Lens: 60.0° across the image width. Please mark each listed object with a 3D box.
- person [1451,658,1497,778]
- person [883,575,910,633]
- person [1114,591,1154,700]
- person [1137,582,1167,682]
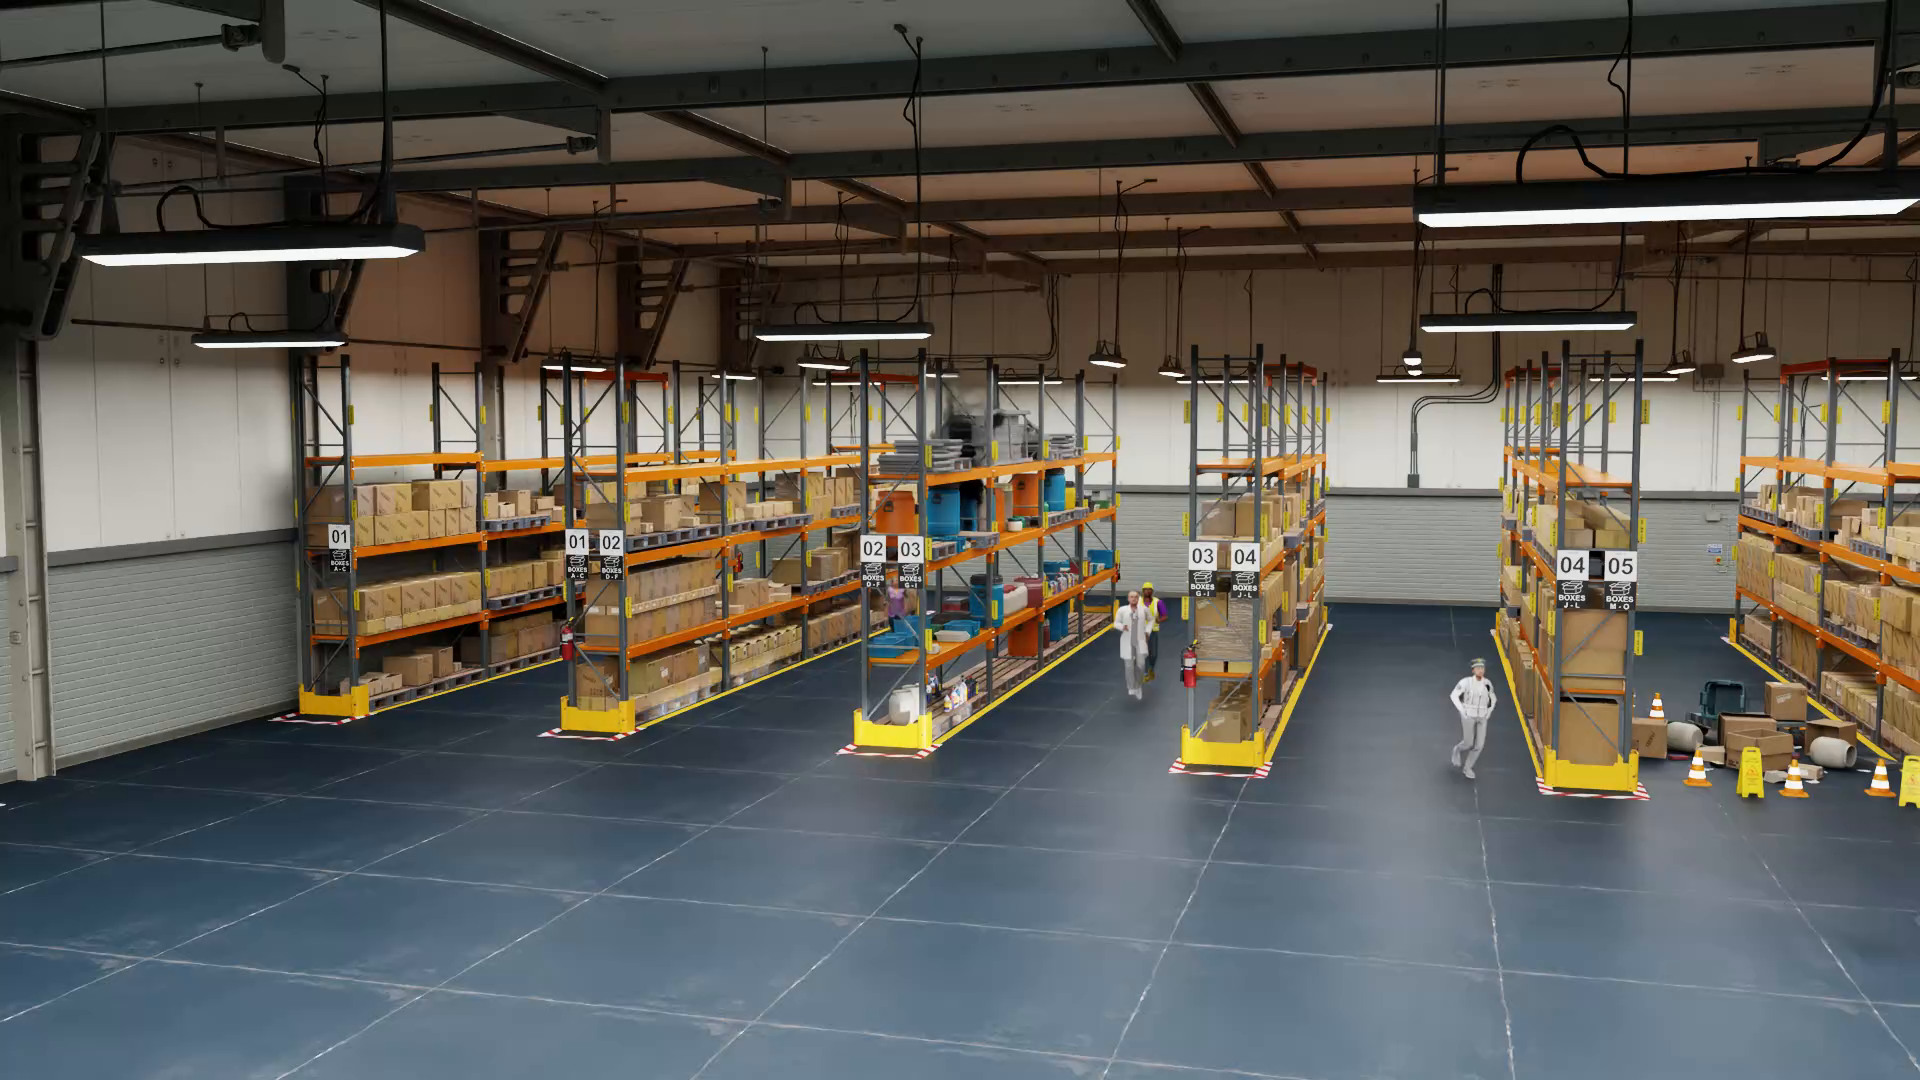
[{"bbox_3d":[7.154,2.454,23.142,0.648,1.653,0.515,0,4,-5],"label":"person"},{"bbox_3d":[-1.246,1.496,32.342,0.507,1.611,0.791,0,4,5],"label":"person"},{"bbox_3d":[2.919,1.770,27.823,0.693,1.827,0.678,0,4,3],"label":"person"},{"bbox_3d":[3.333,1.630,29.544,0.694,1.758,0.780,0,4,5],"label":"person"}]
